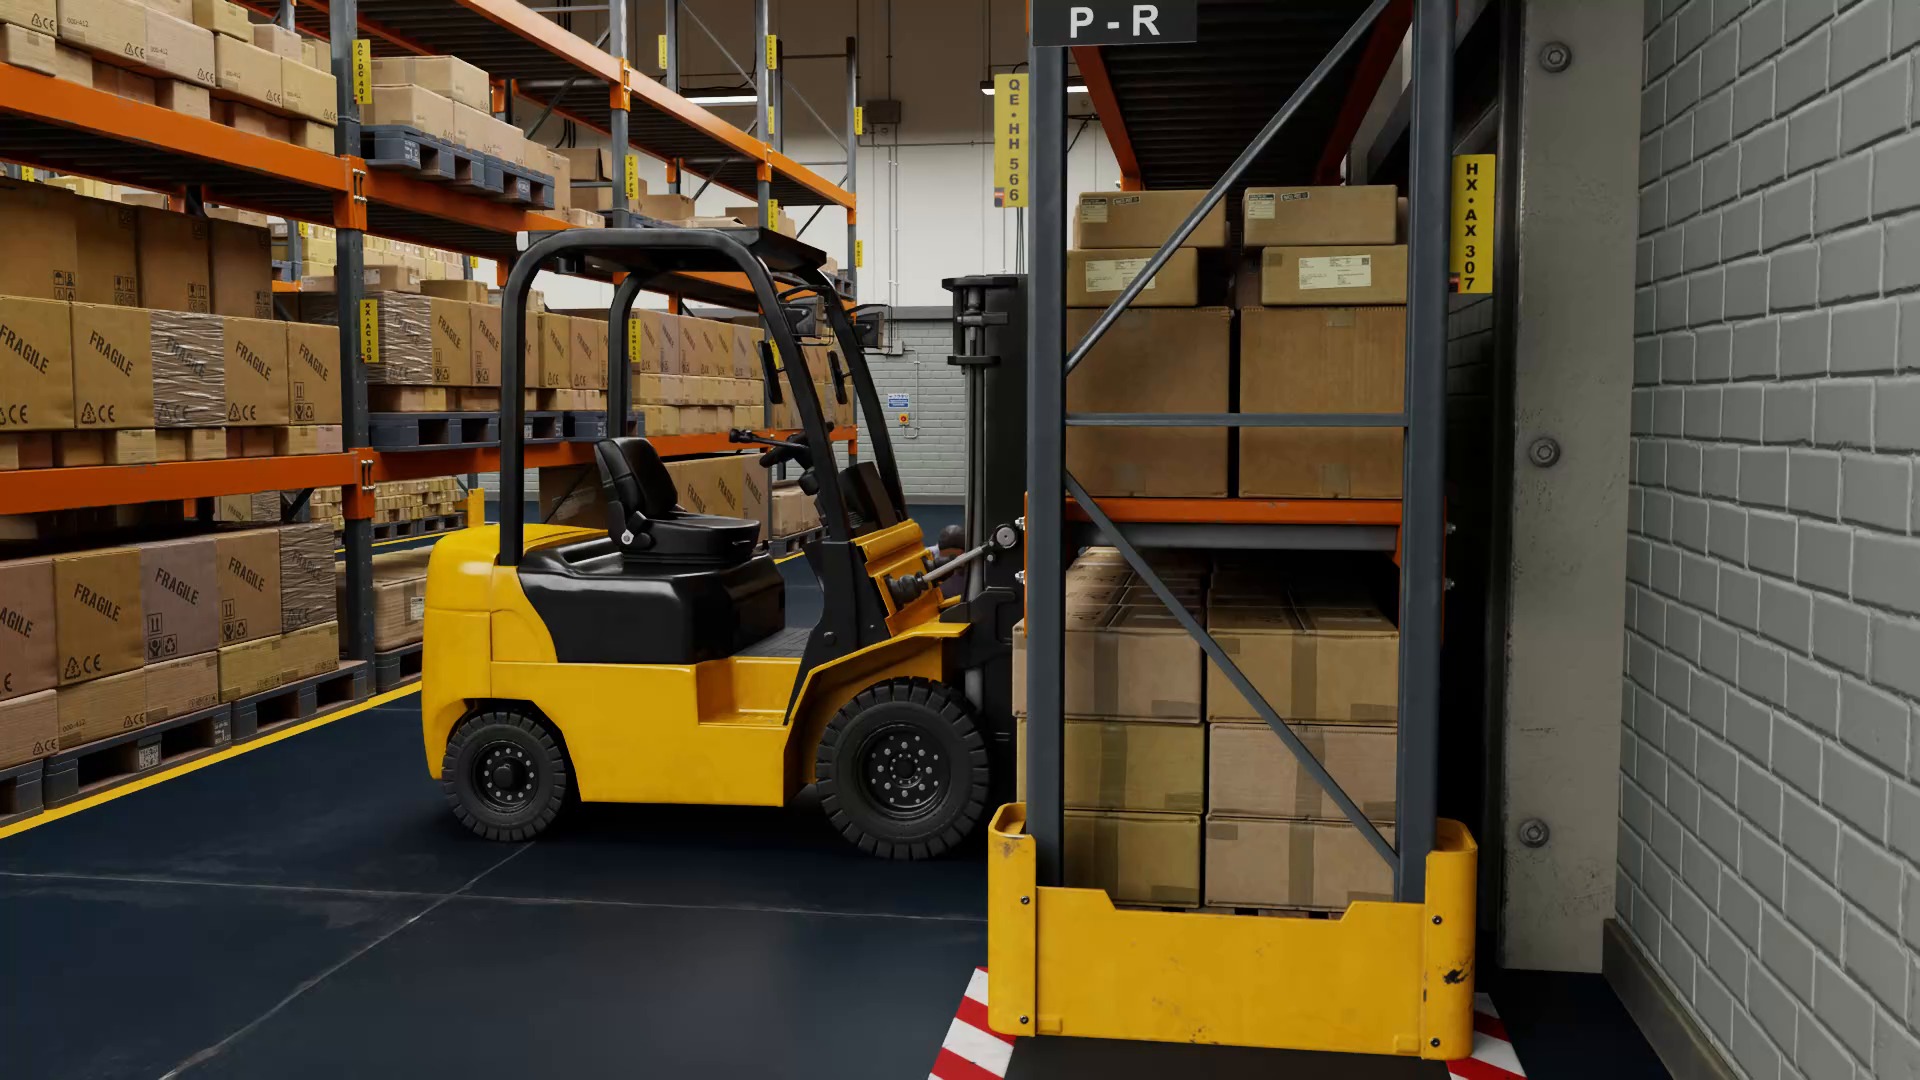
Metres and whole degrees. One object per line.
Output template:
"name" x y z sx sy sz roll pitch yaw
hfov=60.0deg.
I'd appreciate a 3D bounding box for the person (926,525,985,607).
"person" -0.055 0.365 9.037 0.519 0.929 0.818 1 5 9
